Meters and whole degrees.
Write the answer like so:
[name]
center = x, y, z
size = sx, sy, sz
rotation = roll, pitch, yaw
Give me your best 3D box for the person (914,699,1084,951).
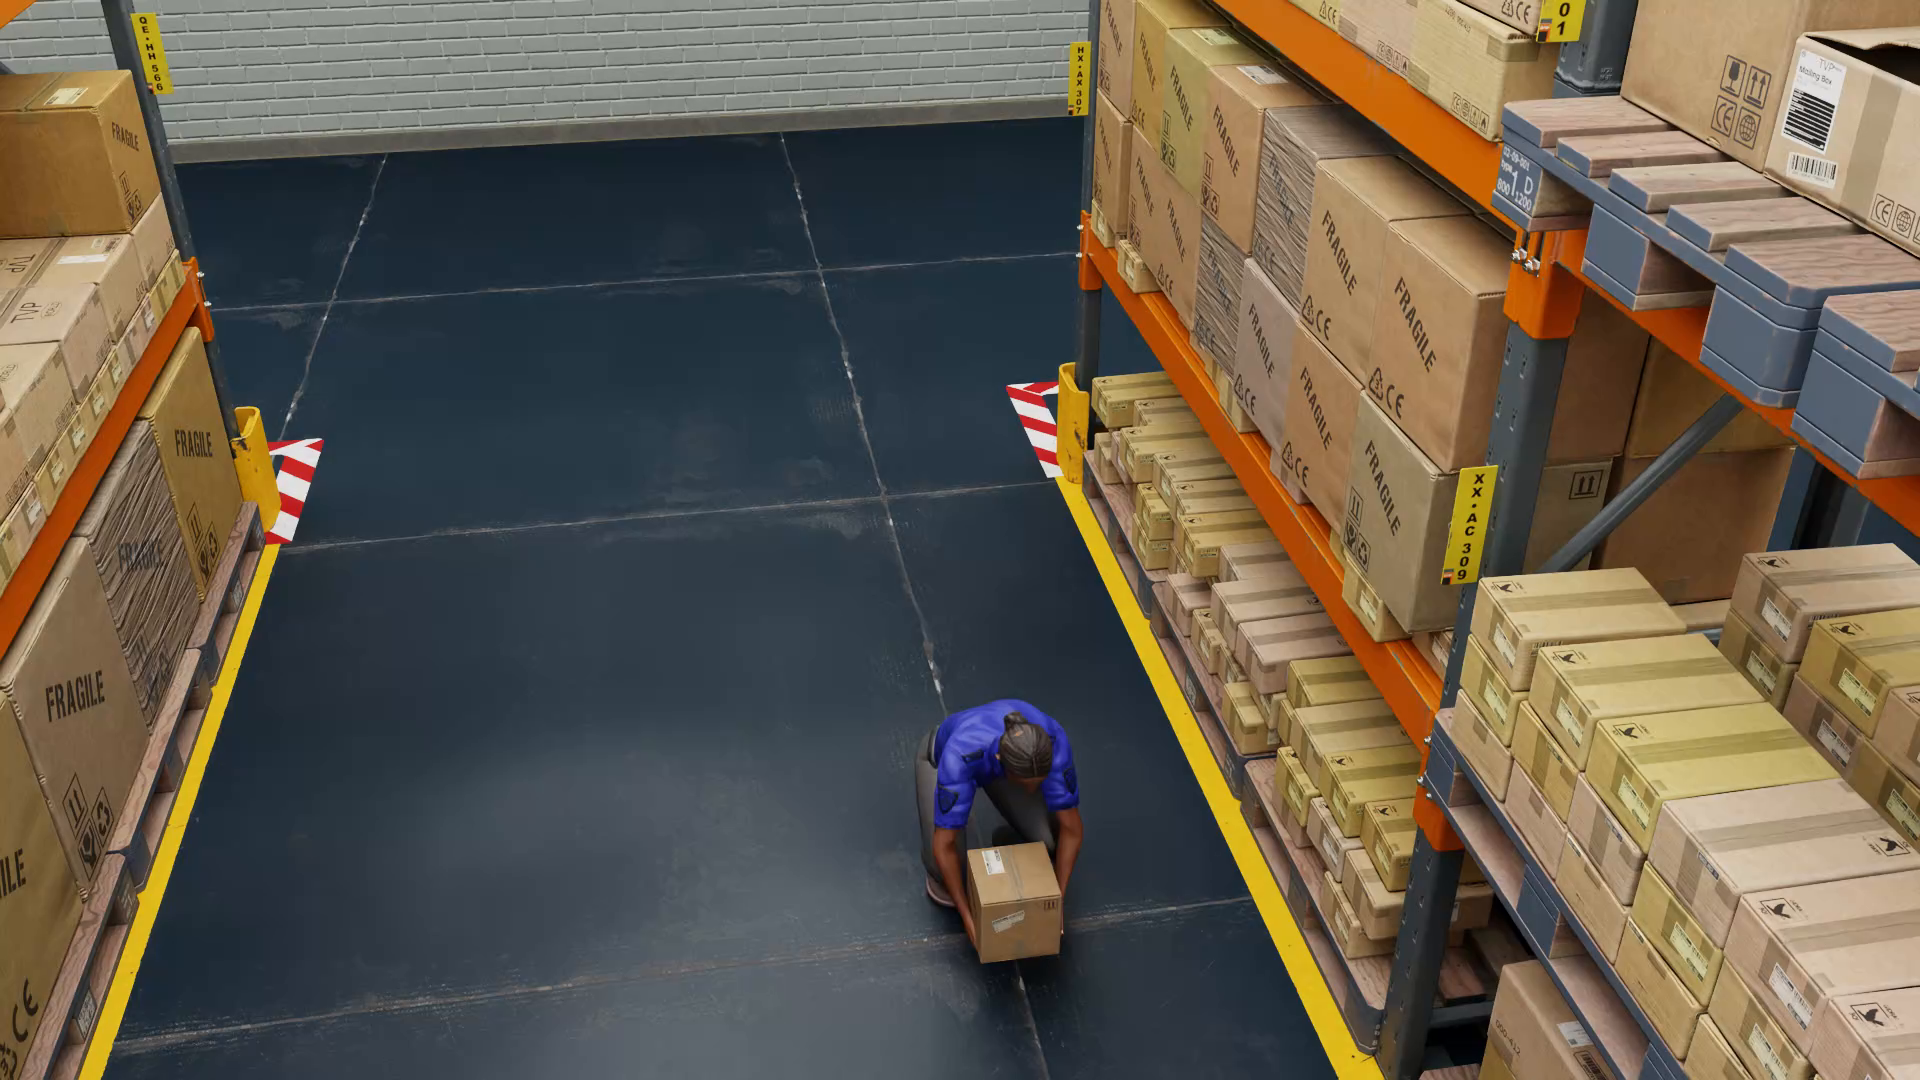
[person]
center = 0.114, 0.851, 5.445
size = 0.499, 0.918, 0.826
rotation = -6, 31, -9
